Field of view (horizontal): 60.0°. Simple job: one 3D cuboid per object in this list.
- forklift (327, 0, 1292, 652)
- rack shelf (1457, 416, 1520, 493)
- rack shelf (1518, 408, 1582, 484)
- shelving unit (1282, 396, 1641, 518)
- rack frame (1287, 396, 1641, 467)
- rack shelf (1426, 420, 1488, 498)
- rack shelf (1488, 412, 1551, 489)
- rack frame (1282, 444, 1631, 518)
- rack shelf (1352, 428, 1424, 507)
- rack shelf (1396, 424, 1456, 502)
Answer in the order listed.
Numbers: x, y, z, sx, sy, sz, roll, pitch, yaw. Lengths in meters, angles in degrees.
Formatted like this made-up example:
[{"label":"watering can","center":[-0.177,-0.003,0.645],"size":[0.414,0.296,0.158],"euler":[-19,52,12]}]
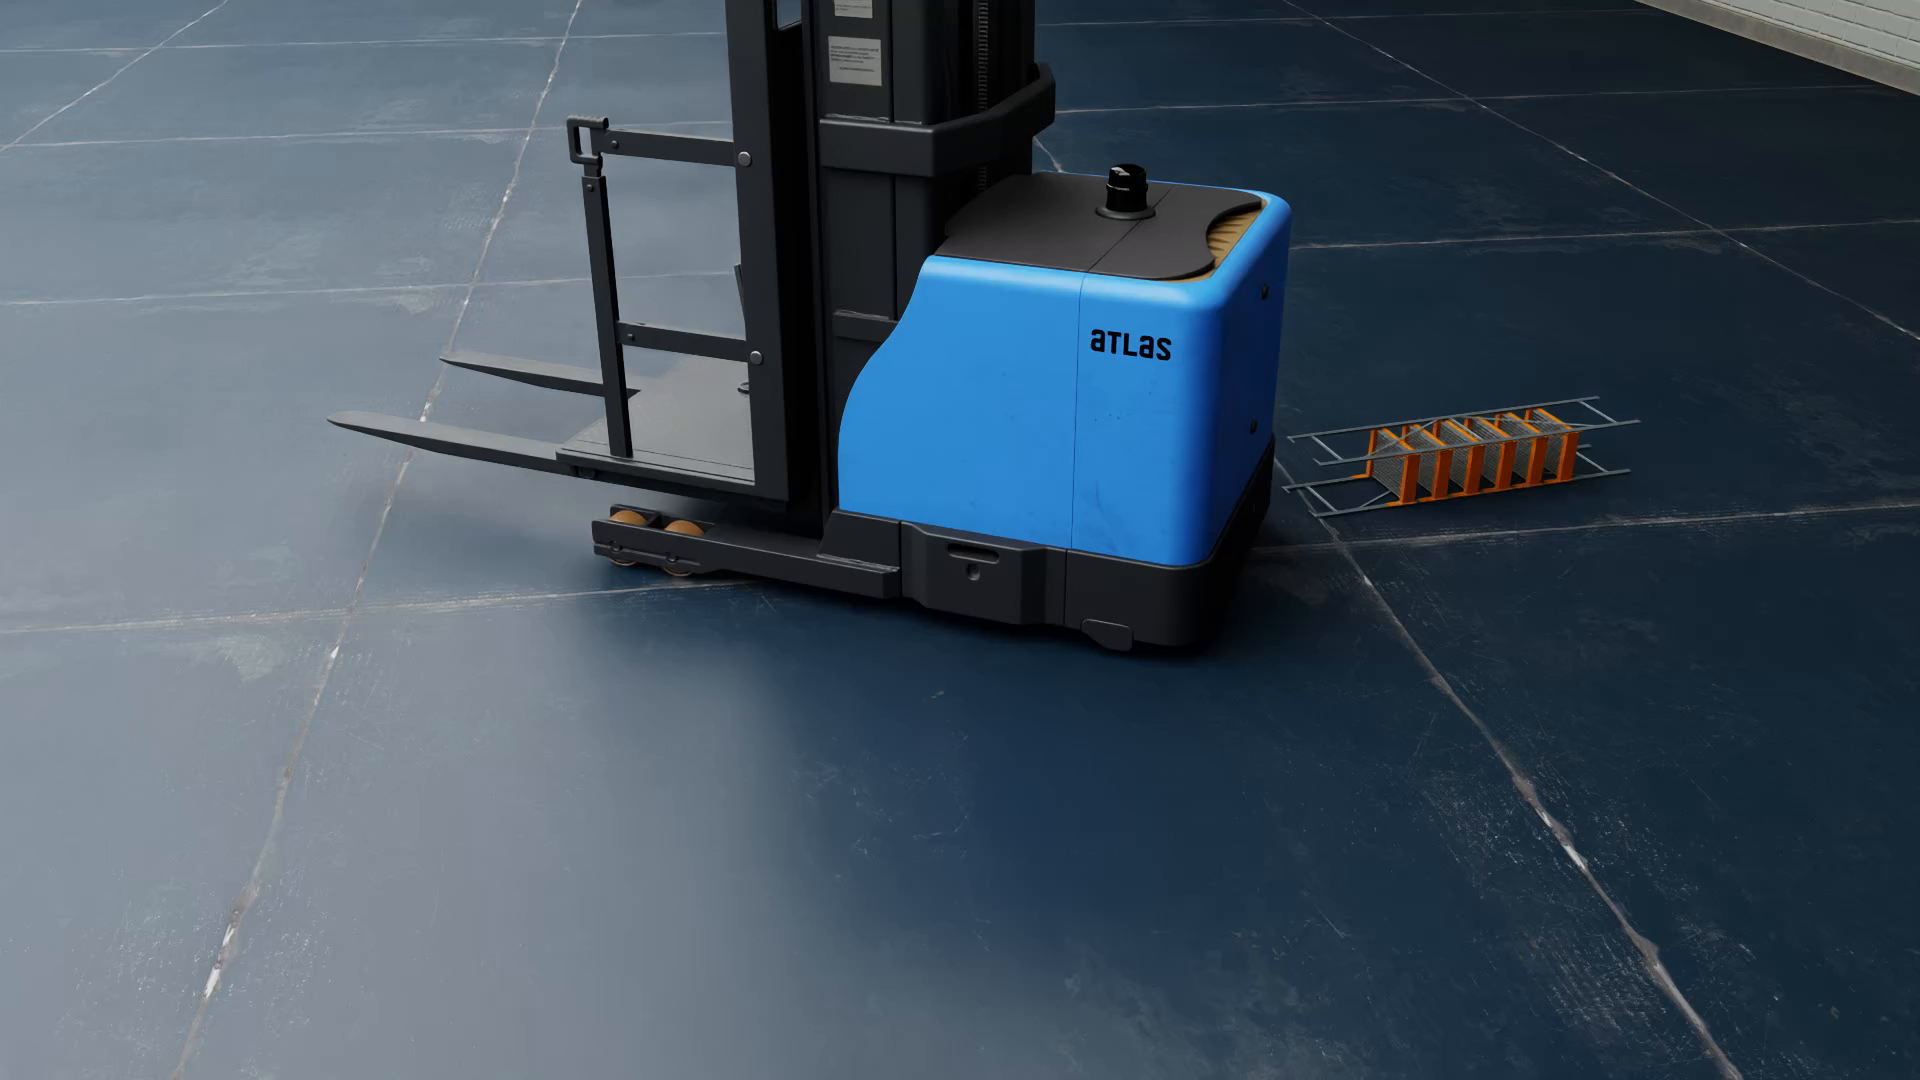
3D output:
[{"label":"forklift","center":[-0.585,-1.406,4.780],"size":[3.031,2.935,1.130],"euler":[10,29,18]},{"label":"rack shelf","center":[1.762,-0.296,5.616],"size":[0.103,0.180,0.258],"euler":[-8,28,-15]},{"label":"rack shelf","center":[1.991,-0.329,5.678],"size":[0.103,0.180,0.258],"euler":[-8,28,-15]},{"label":"shelving unit","center":[1.689,-0.286,5.596],"size":[1.200,0.189,0.258],"euler":[-8,28,-15]},{"label":"rack frame","center":[1.689,-0.368,5.554],"size":[1.200,0.006,0.240],"euler":[-8,28,-15]},{"label":"rack shelf","center":[1.647,-0.280,5.584],"size":[0.103,0.180,0.258],"euler":[-8,28,-15]},{"label":"rack shelf","center":[1.876,-0.313,5.647],"size":[0.103,0.180,0.258],"euler":[-8,28,-15]},{"label":"rack frame","center":[1.689,-0.205,5.638],"size":[1.200,0.006,0.240],"euler":[-8,28,-15]},{"label":"rack shelf","center":[1.417,-0.248,5.522],"size":[0.103,0.180,0.258],"euler":[-8,28,-15]},{"label":"rack shelf","center":[1.532,-0.264,5.553],"size":[0.103,0.180,0.258],"euler":[-8,28,-15]}]
